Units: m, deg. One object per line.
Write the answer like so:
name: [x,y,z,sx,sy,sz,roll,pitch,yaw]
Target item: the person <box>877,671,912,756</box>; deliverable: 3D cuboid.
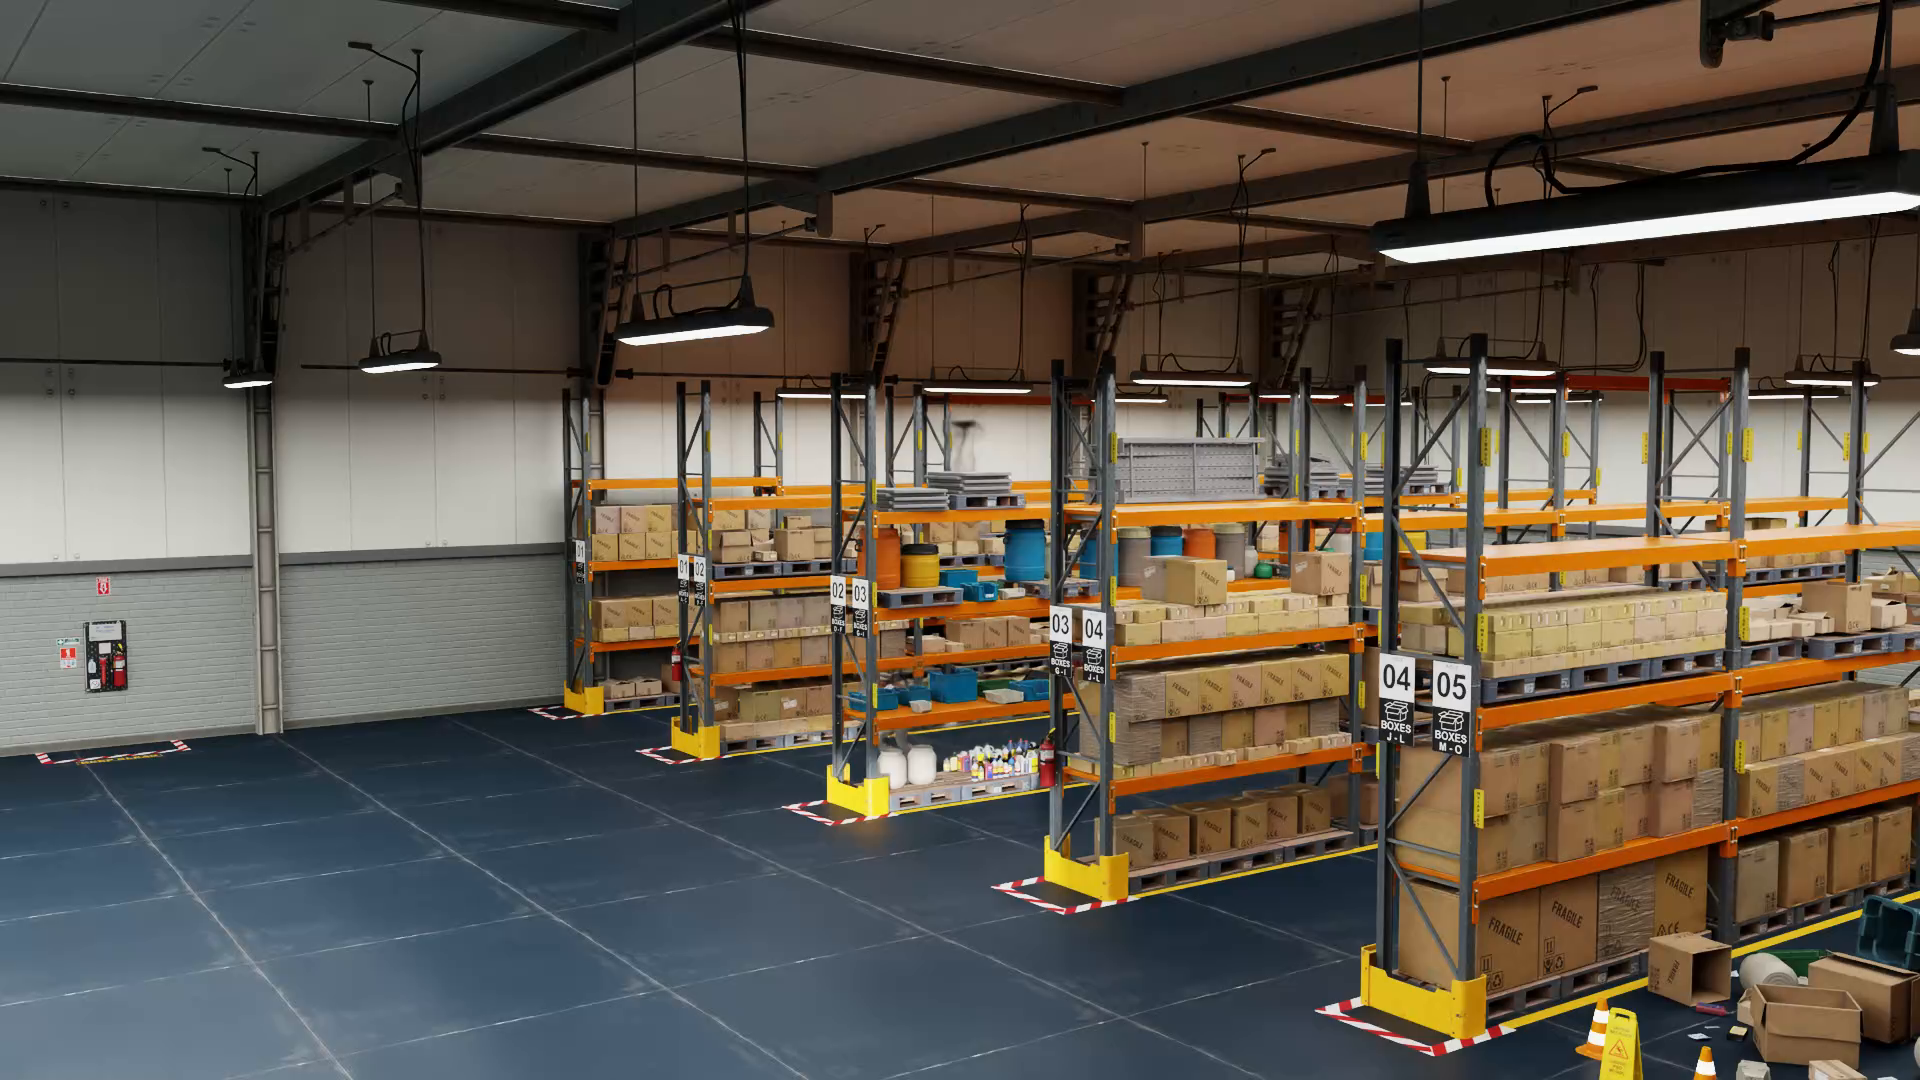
person: [-0.945,2.778,25.255,0.837,1.633,0.588,-2,4,-31]
